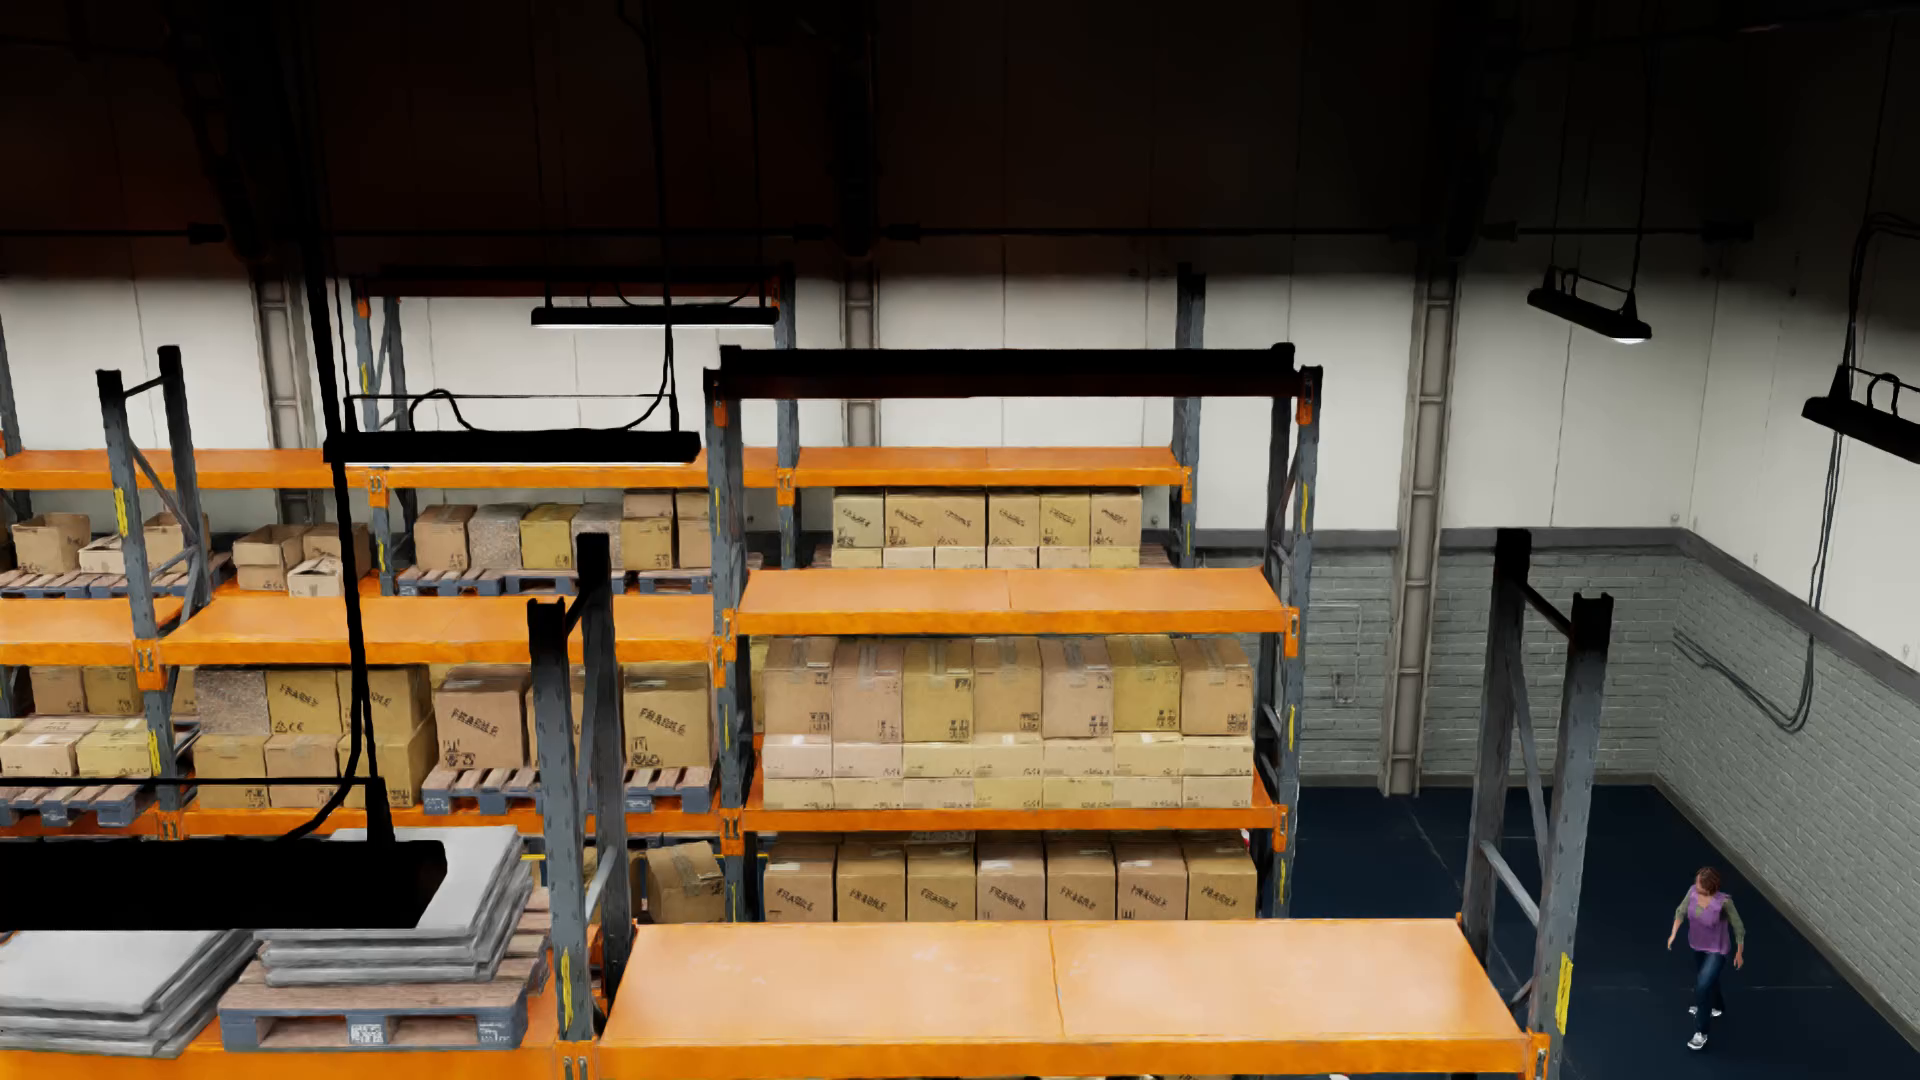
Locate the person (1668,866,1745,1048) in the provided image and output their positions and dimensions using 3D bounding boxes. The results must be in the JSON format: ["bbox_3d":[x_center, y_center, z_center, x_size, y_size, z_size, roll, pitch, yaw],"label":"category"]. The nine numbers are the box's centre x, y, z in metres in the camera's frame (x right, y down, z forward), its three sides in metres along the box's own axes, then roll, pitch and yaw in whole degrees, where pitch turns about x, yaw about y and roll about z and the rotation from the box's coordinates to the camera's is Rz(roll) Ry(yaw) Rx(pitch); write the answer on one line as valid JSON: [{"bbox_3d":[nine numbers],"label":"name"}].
[{"bbox_3d":[6.309,3.435,13.995,0.716,1.540,0.561,-7,17,-22],"label":"person"}]

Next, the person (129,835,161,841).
[{"bbox_3d":[-7.393,2.950,15.416,0.526,1.671,0.440,-8,18,-27],"label":"person"}]
